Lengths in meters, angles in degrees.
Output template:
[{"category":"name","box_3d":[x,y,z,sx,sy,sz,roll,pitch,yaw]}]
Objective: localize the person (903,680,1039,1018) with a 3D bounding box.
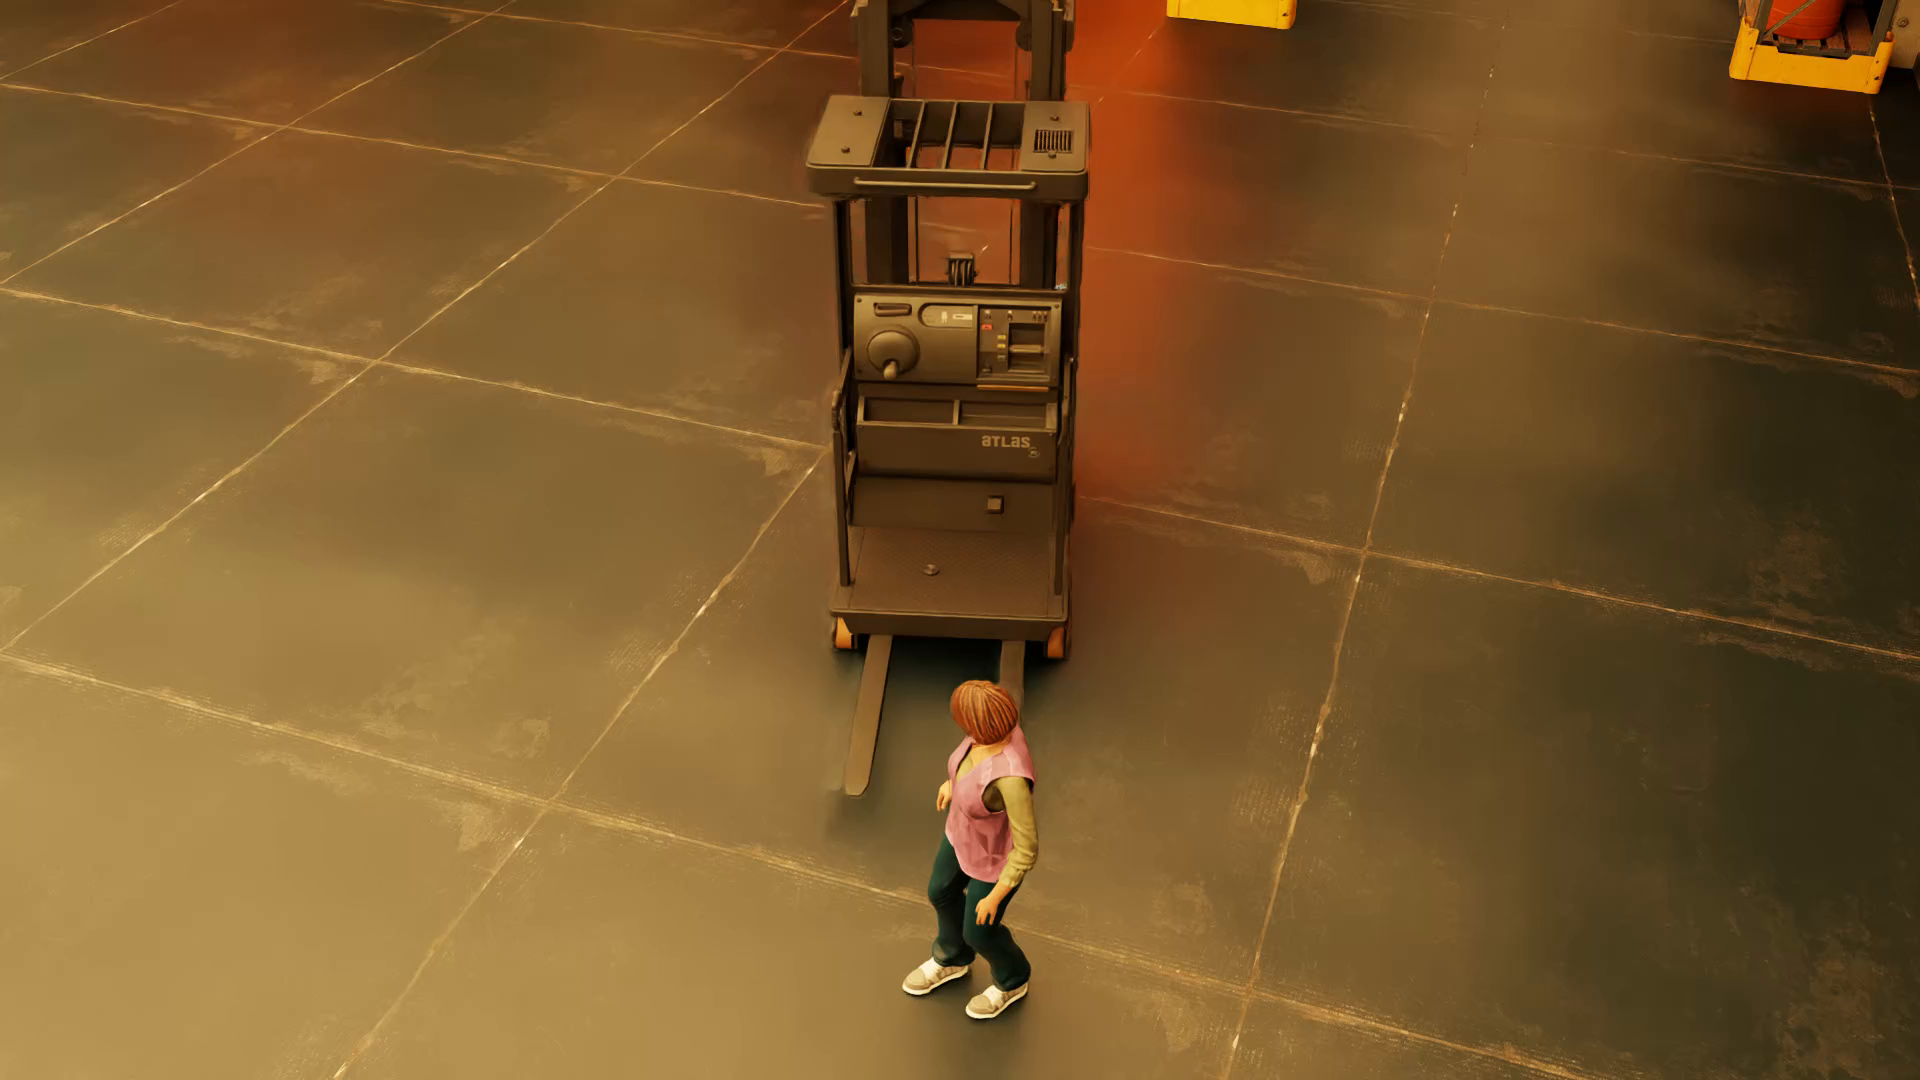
[{"category":"person","box_3d":[0.051,1.086,5.755,0.461,1.580,0.621,-13,37,-17]}]

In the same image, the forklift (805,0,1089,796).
[{"category":"forklift","box_3d":[-0.024,-0.834,7.287,1.130,2.935,3.031,2,35,3]}]
